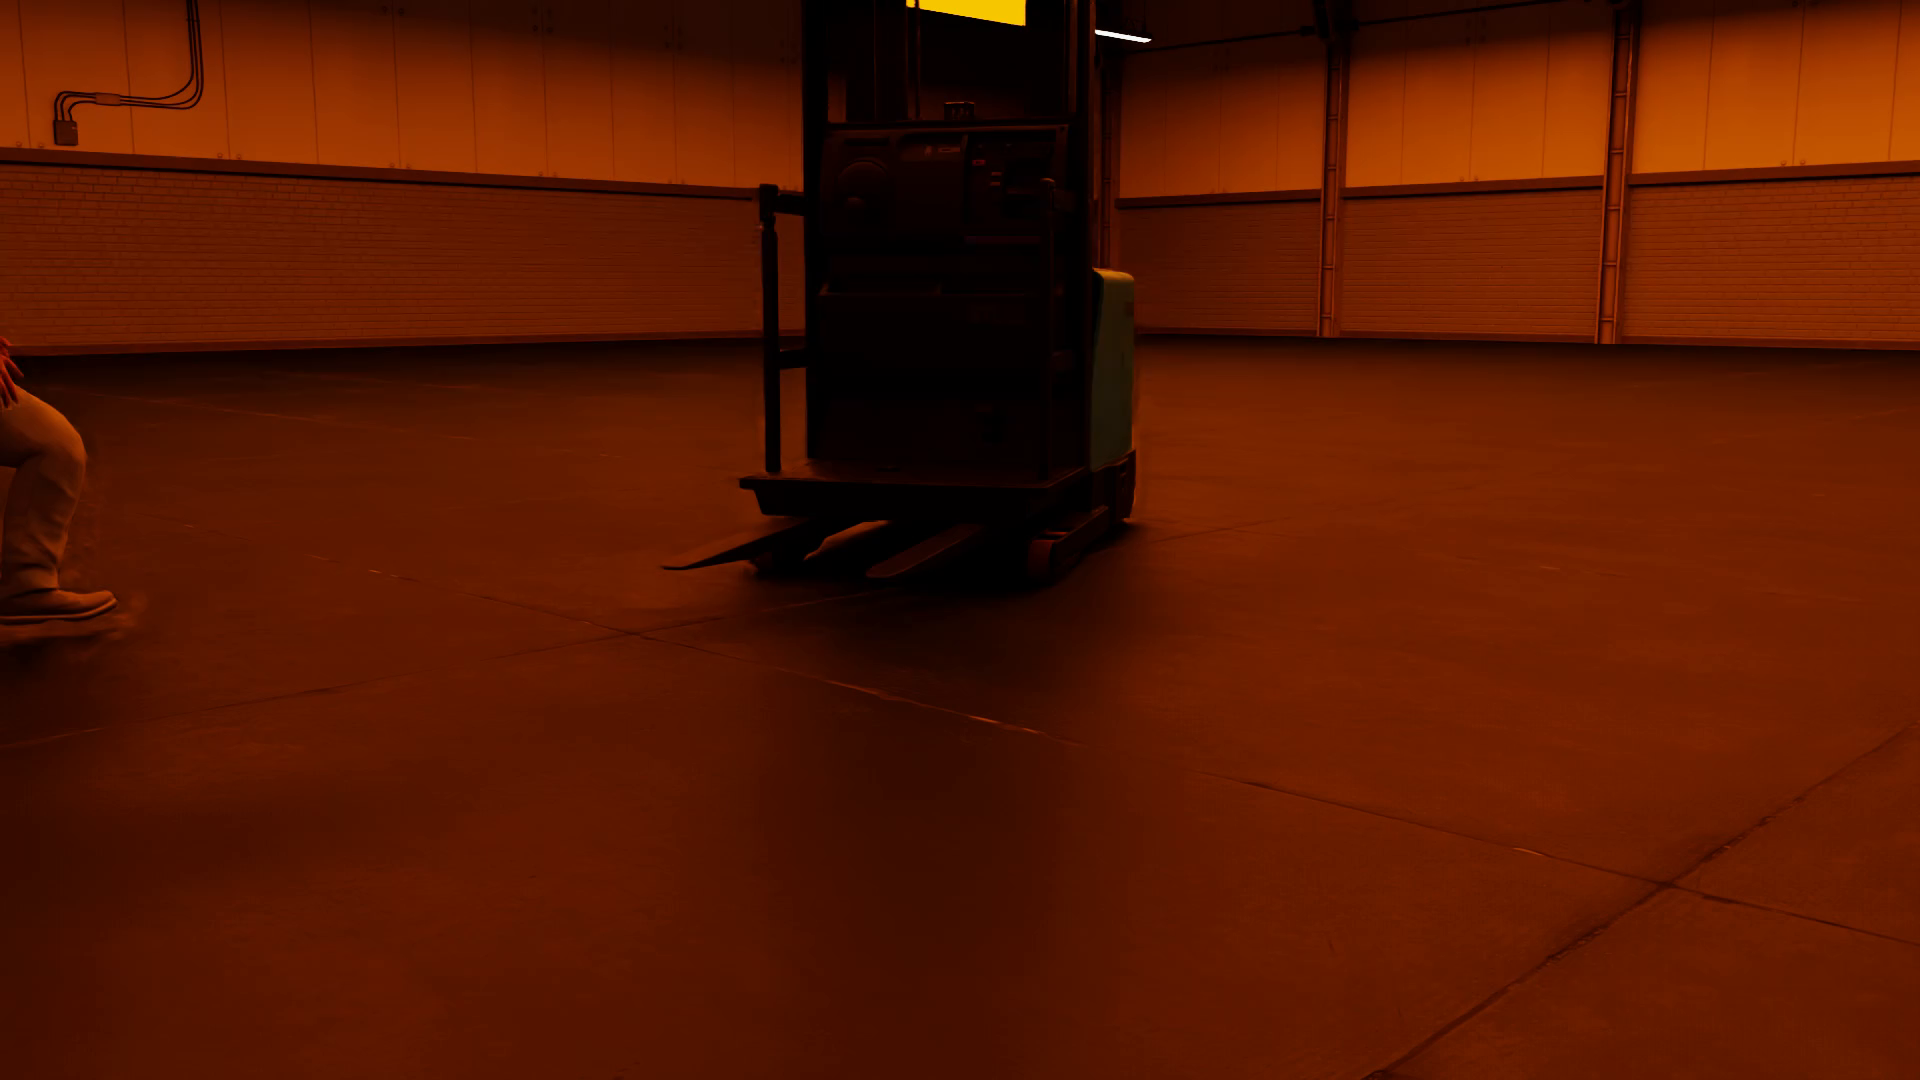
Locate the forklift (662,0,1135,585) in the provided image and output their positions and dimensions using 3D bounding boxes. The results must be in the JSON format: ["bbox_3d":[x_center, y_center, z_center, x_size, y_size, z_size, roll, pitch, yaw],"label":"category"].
[{"bbox_3d":[-0.119,-1.356,5.879,1.130,2.935,3.031,2,9,15],"label":"forklift"}]

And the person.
[{"bbox_3d":[-3.057,-0.516,4.935,0.775,1.621,0.967,-6,11,-37],"label":"person"}]
